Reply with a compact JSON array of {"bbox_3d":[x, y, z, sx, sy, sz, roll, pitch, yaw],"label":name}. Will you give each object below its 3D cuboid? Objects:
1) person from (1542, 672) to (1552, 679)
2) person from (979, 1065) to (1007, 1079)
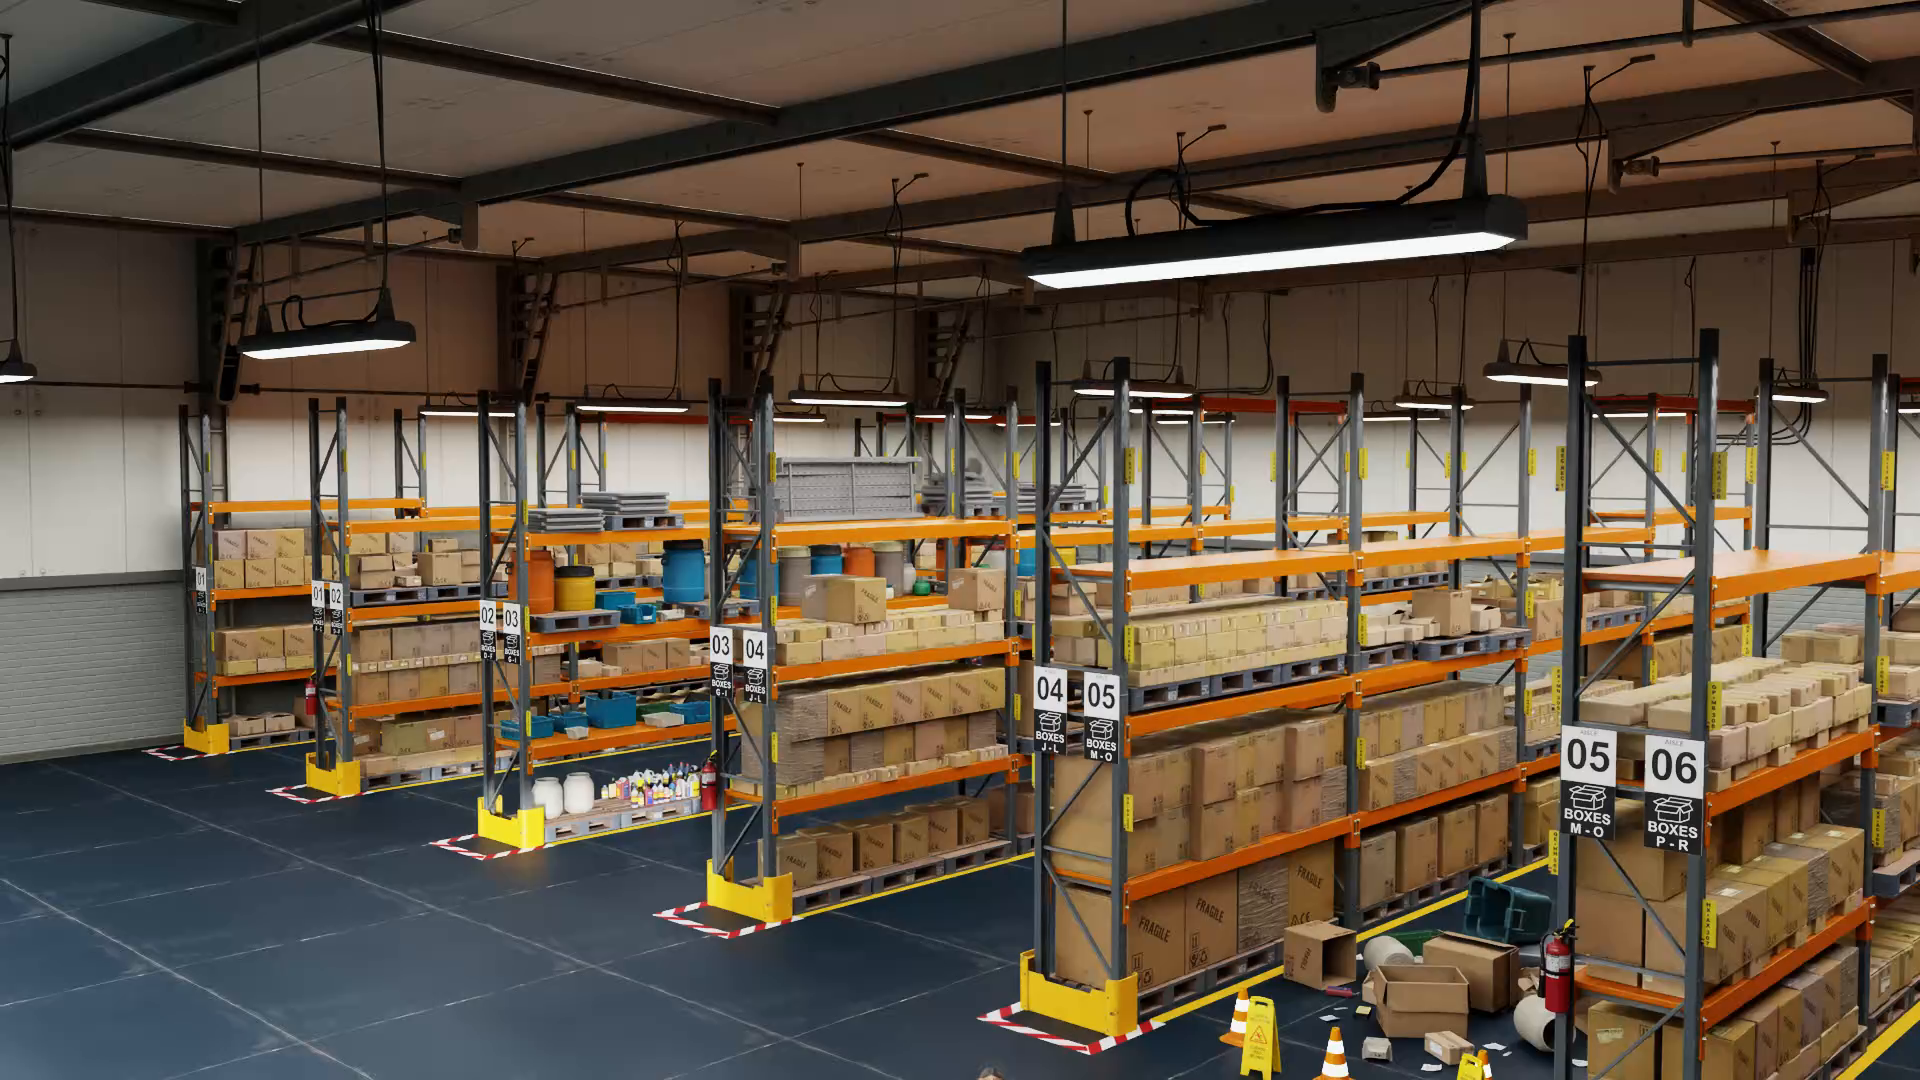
[{"bbox_3d":[9.275,2.923,26.177,0.576,1.719,0.890,2,4,39],"label":"person"},{"bbox_3d":[0.198,3.856,9.611,0.634,1.708,0.875,0,3,0],"label":"person"}]
